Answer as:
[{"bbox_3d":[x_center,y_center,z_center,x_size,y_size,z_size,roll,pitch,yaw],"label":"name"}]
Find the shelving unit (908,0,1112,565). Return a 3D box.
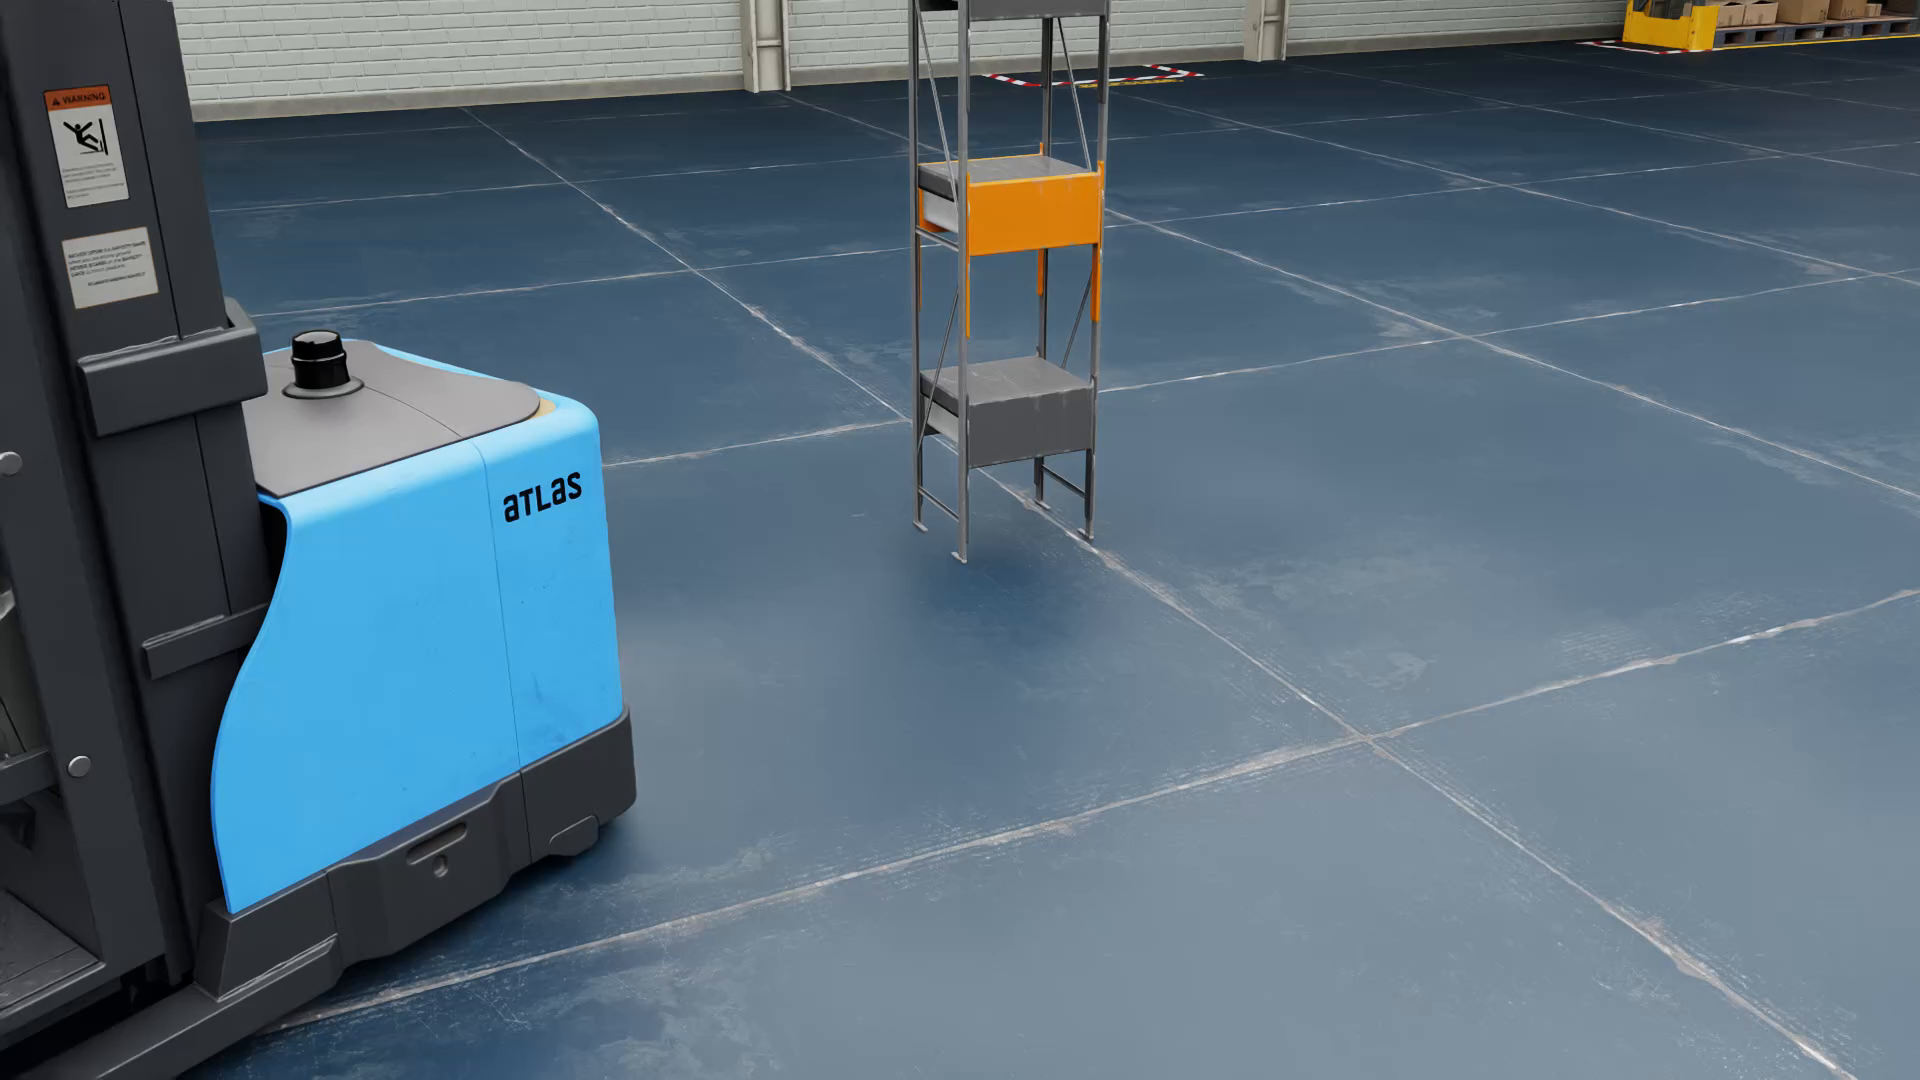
[{"bbox_3d":[0.149,-0.998,5.415,0.503,2.100,0.431,-10,25,-24],"label":"shelving unit"}]

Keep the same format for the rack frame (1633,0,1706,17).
[{"bbox_3d":[8.629,-7.470,19.875,0.127,3.000,1.000,-10,25,-24],"label":"rack frame"}]

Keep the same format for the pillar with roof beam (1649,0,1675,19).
[{"bbox_3d":[10.752,-9.173,16.144,0.400,9.000,9.100,-10,25,-24],"label":"pillar with roof beam"}]

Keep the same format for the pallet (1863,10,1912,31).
[{"bbox_3d":[12.935,-6.975,22.325,1.213,0.211,1.003,-10,25,-24],"label":"pallet"}]

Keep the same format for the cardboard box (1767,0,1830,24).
[{"bbox_3d":[10.488,-6.802,20.952,0.500,0.500,0.700,-12,25,-27],"label":"cardboard box"}]

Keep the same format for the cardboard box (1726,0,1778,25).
[{"bbox_3d":[9.806,-6.610,20.736,0.500,0.311,0.500,-8,24,-19],"label":"cardboard box"}]

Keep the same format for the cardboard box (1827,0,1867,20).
[{"bbox_3d":[11.316,-6.996,21.423,0.500,0.500,0.500,-12,26,-28],"label":"cardboard box"}]

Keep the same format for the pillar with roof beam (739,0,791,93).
[{"bbox_3d":[-0.061,-7.182,11.336,0.400,9.000,9.100,-10,25,-24],"label":"pillar with roof beam"}]

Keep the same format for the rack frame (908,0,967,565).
[{"bbox_3d":[-0.071,-0.957,5.317,0.015,2.100,0.400,-10,25,-24],"label":"rack frame"}]

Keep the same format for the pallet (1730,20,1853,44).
[{"bbox_3d":[10.543,-6.518,21.220,1.213,0.211,1.003,-10,25,-24],"label":"pallet"}]

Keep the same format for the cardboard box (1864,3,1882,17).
[{"bbox_3d":[11.765,-6.929,21.697,0.250,0.166,0.380,-14,26,-30],"label":"cardboard box"}]

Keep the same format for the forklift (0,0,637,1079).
[{"bbox_3d":[-2.080,-0.327,2.707,1.130,2.935,3.031,16,28,34],"label":"forklift"}]

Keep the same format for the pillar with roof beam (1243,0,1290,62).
[{"bbox_3d":[5.346,-8.178,13.740,0.400,9.000,9.100,-10,25,-24],"label":"pillar with roof beam"}]

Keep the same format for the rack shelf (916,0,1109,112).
[{"bbox_3d":[0.149,-1.632,5.152,0.480,0.518,0.431,-10,25,-24],"label":"rack shelf"}]

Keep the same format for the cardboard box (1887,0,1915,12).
[{"bbox_3d":[12.890,-7.310,22.181,0.500,0.500,0.700,-10,24,-22],"label":"cardboard box"}]

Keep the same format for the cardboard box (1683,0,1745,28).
[{"bbox_3d":[9.292,-6.515,20.508,0.500,0.311,0.500,-14,26,-30],"label":"cardboard box"}]

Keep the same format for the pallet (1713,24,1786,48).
[{"bbox_3d":[9.445,-6.317,20.735,1.213,0.211,1.003,-10,25,-24],"label":"pallet"}]

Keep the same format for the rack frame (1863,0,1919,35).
[{"bbox_3d":[12.234,-8.134,21.478,0.127,3.000,1.000,-10,25,-24],"label":"rack frame"}]

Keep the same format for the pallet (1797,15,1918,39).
[{"bbox_3d":[11.644,-6.722,21.713,1.213,0.211,1.003,-10,25,-24],"label":"pallet"}]

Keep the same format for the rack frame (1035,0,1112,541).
[{"bbox_3d":[0.369,-1.038,5.513,0.015,2.100,0.400,-10,25,-24],"label":"rack frame"}]

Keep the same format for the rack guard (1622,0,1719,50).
[{"bbox_3d":[8.698,-6.328,20.384,0.348,0.500,1.175,-10,25,-24],"label":"rack guard"}]

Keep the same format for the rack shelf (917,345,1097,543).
[{"bbox_3d":[0.149,-0.338,5.688,0.480,0.518,0.431,-10,25,-24],"label":"rack shelf"}]

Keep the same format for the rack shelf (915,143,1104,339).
[{"bbox_3d":[0.149,-0.985,5.420,0.480,0.518,0.431,-10,25,-24],"label":"rack shelf"}]
